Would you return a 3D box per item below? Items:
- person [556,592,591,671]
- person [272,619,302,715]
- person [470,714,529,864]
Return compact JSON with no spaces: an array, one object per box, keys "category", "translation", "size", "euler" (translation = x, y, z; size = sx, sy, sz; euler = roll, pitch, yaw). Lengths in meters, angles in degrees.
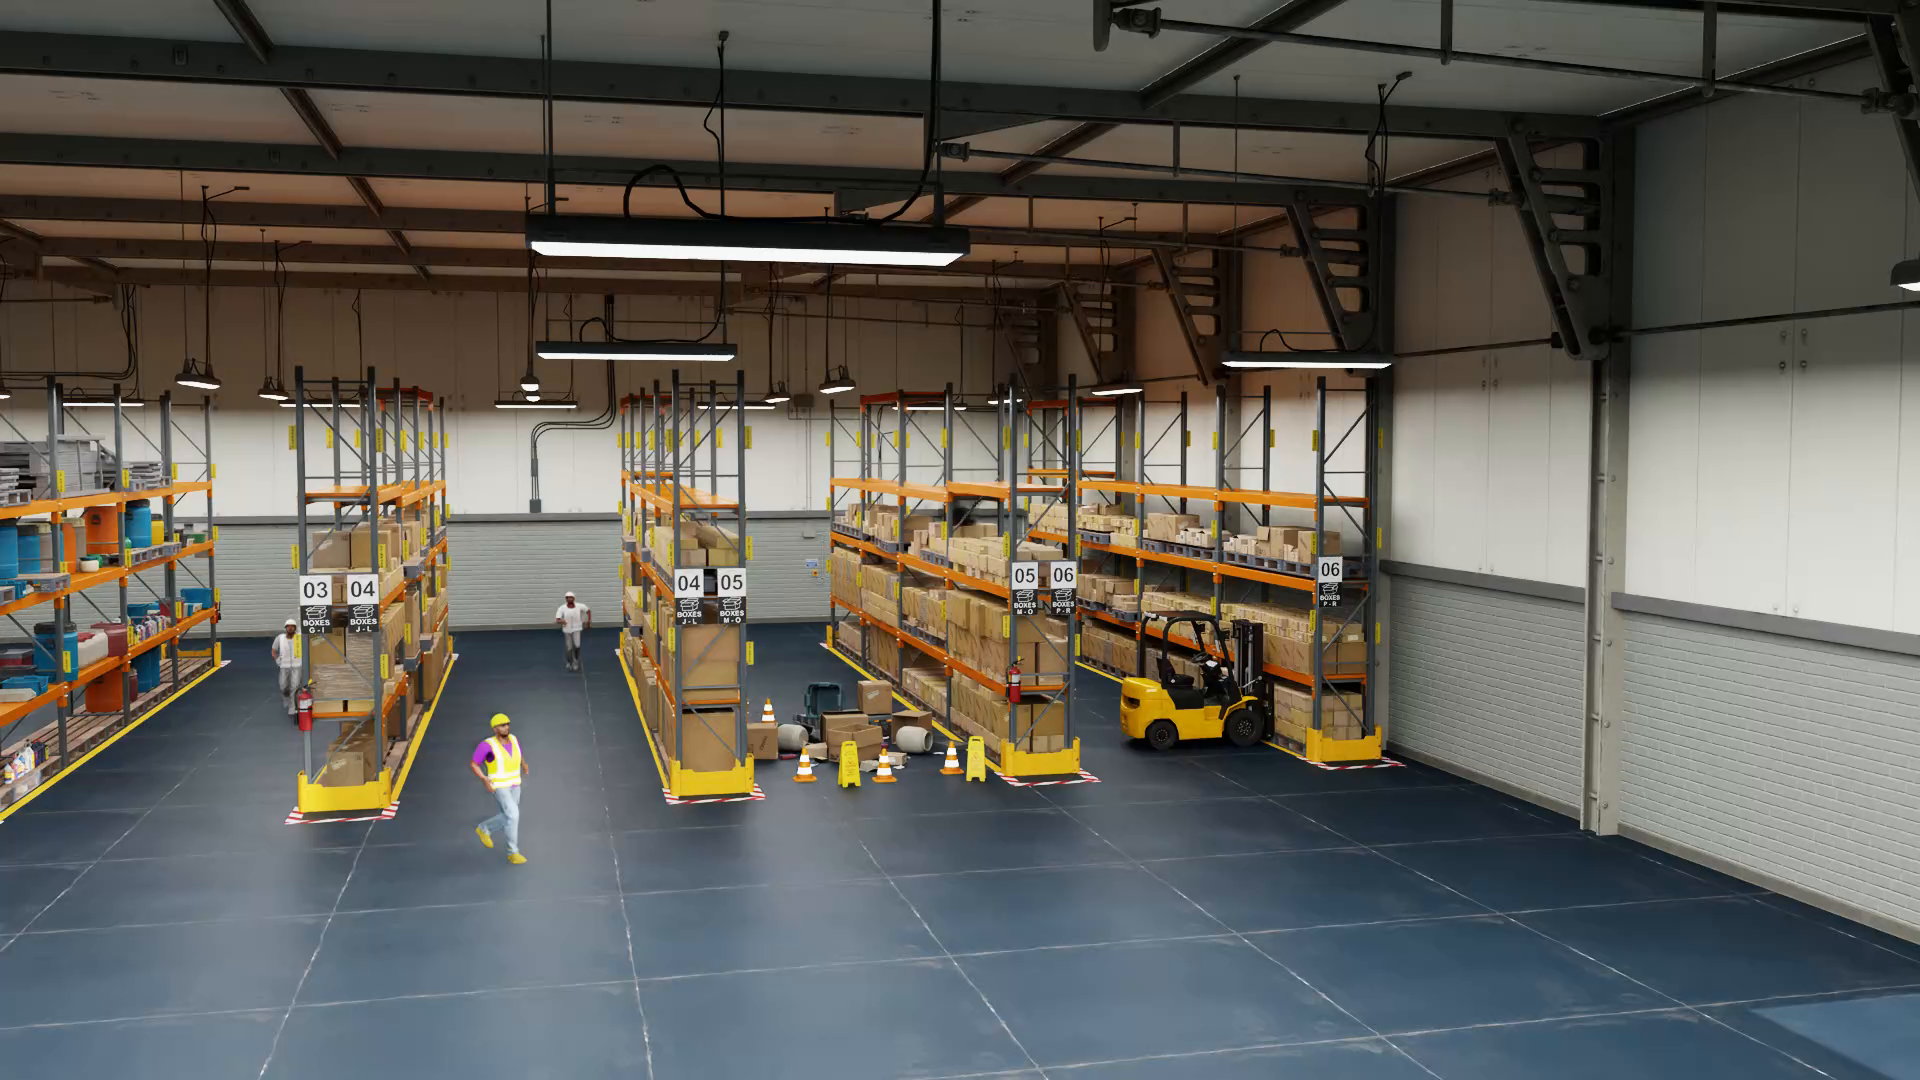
[{"category":"person","translation":[-8.364,1.968,35.965],"size":[0.723,1.719,0.834],"euler":[-1,3,-9]},{"category":"person","translation":[-12.239,2.314,30.450],"size":[0.674,1.735,0.624],"euler":[-1,4,-20]},{"category":"person","translation":[-5.478,2.947,19.883],"size":[0.823,1.763,0.690],"euler":[2,4,31]}]
